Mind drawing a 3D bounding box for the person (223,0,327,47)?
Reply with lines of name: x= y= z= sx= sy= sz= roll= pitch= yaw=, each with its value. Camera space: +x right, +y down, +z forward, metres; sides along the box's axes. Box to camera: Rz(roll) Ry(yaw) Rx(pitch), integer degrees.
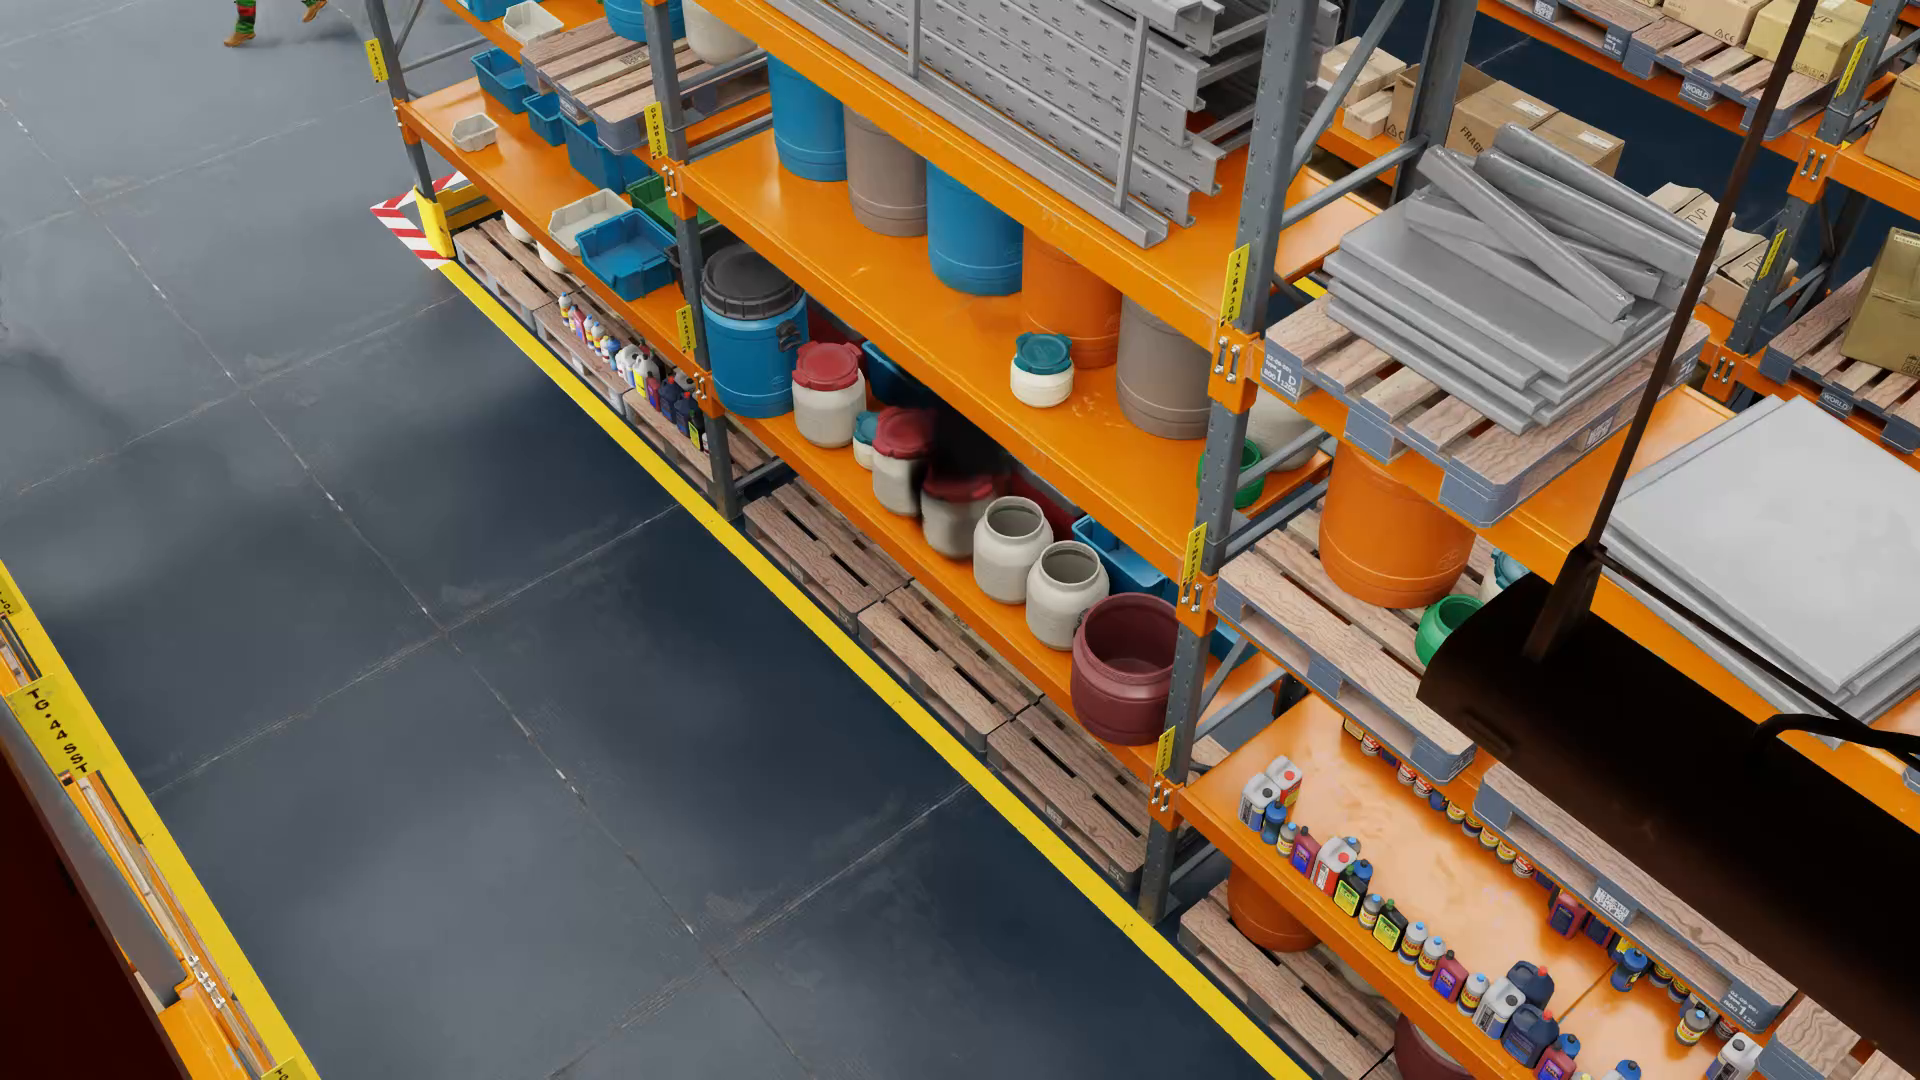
person: x=-6.325 y=-5.299 z=14.758 sx=0.949 sy=1.799 sz=0.653 roll=-11 pitch=47 yaw=-10
